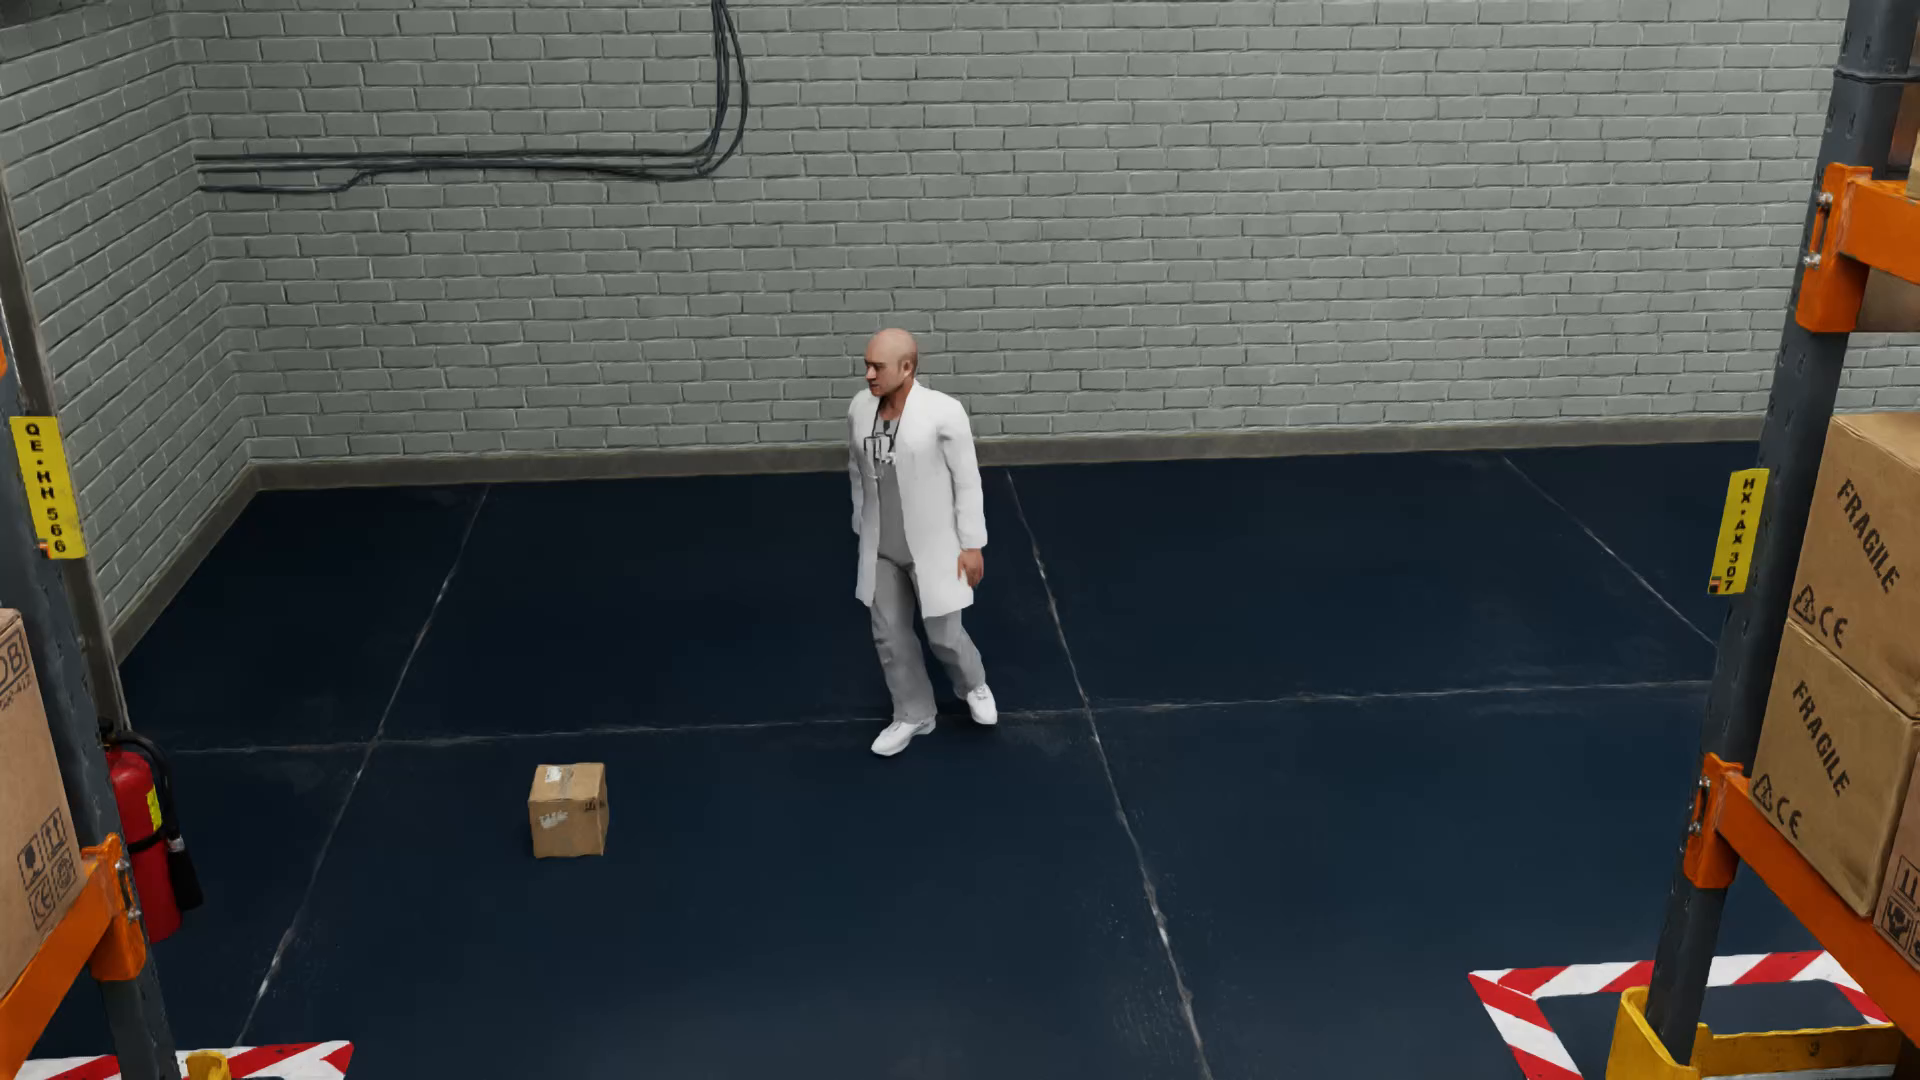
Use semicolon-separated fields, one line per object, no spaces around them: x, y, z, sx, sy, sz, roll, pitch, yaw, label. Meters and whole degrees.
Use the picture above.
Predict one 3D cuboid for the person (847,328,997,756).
-0.145;-0.011;6.640;0.619;1.771;0.604;12;26;26;person
